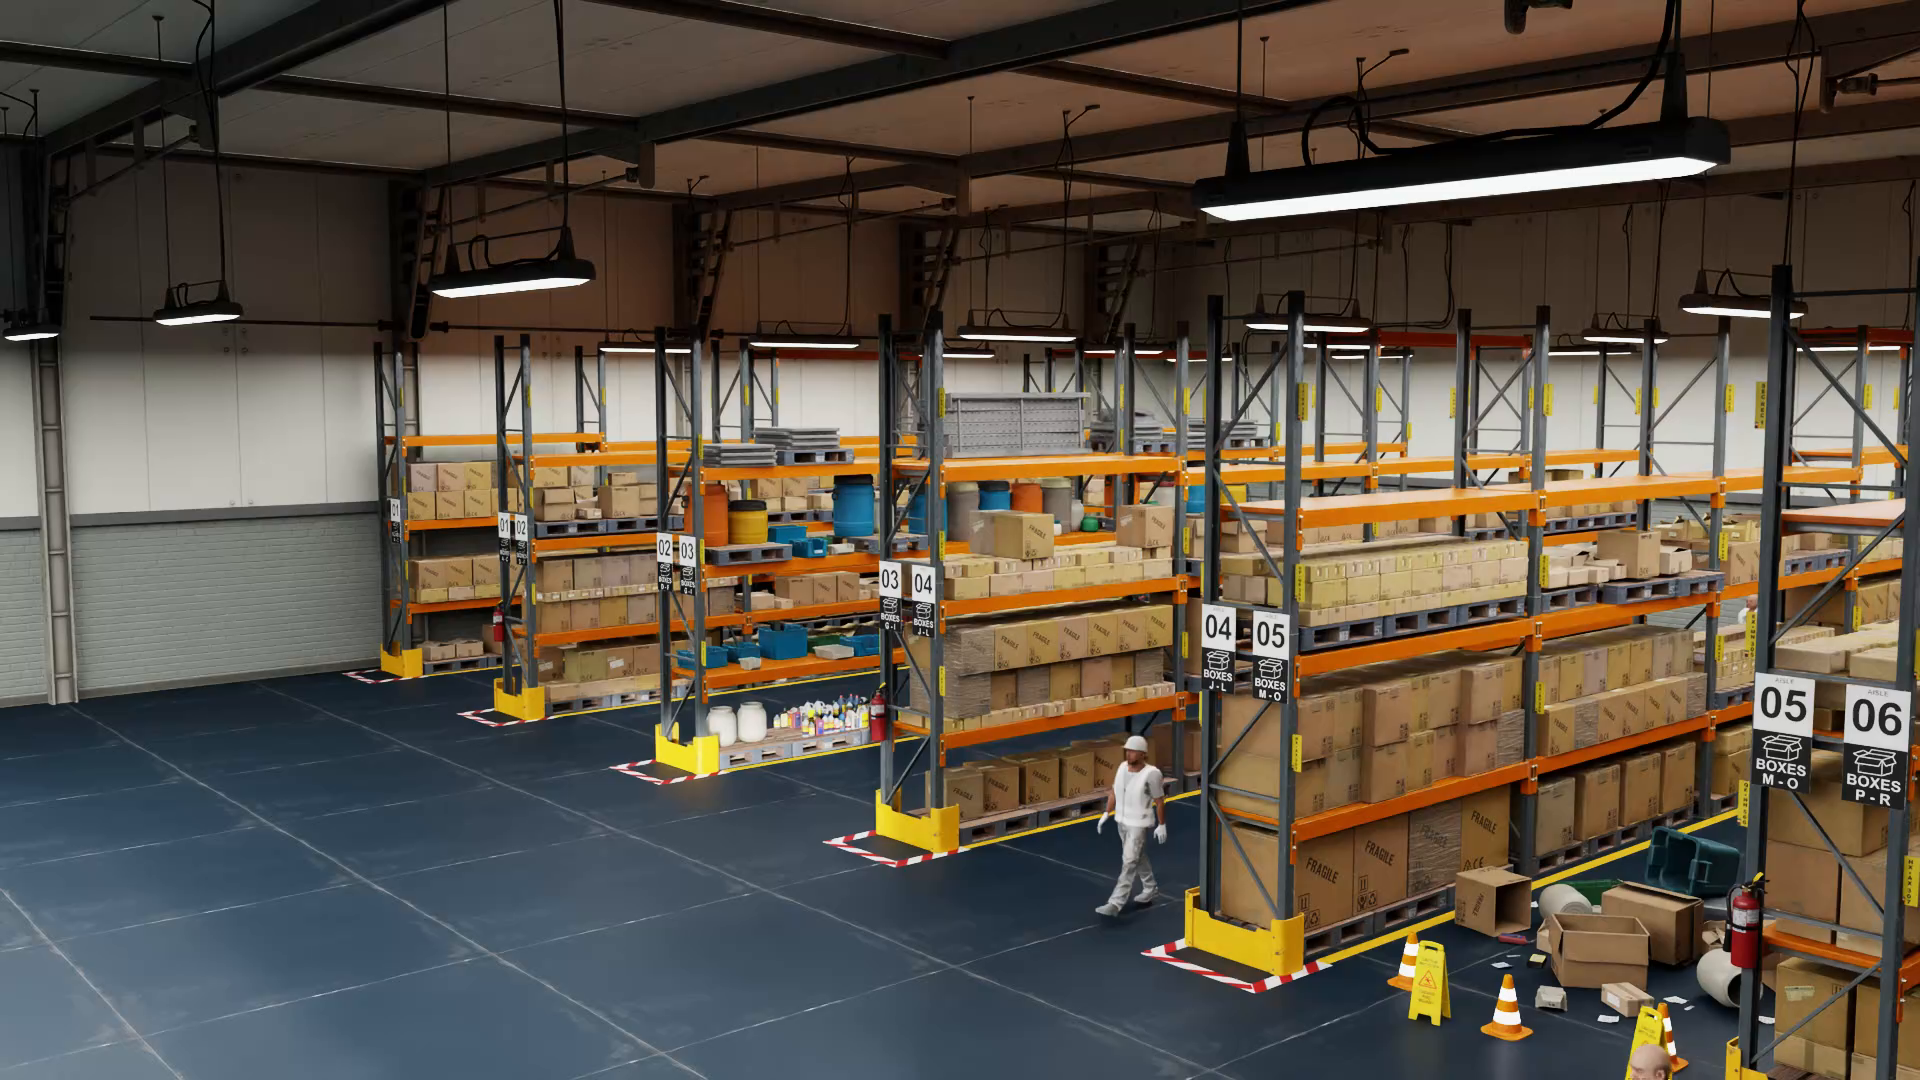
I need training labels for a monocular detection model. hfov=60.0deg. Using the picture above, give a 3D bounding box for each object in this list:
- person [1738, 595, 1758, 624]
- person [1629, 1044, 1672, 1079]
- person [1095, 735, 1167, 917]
[{"bbox_3d":[13.119,1.761,27.636,0.584,1.717,1.114,5,7,44],"label":"person"},{"bbox_3d":[3.785,3.518,8.926,0.849,1.695,0.620,-3,6,-32],"label":"person"},{"bbox_3d":[1.621,2.789,16.363,1.043,1.725,0.567,-4,6,-35],"label":"person"}]
